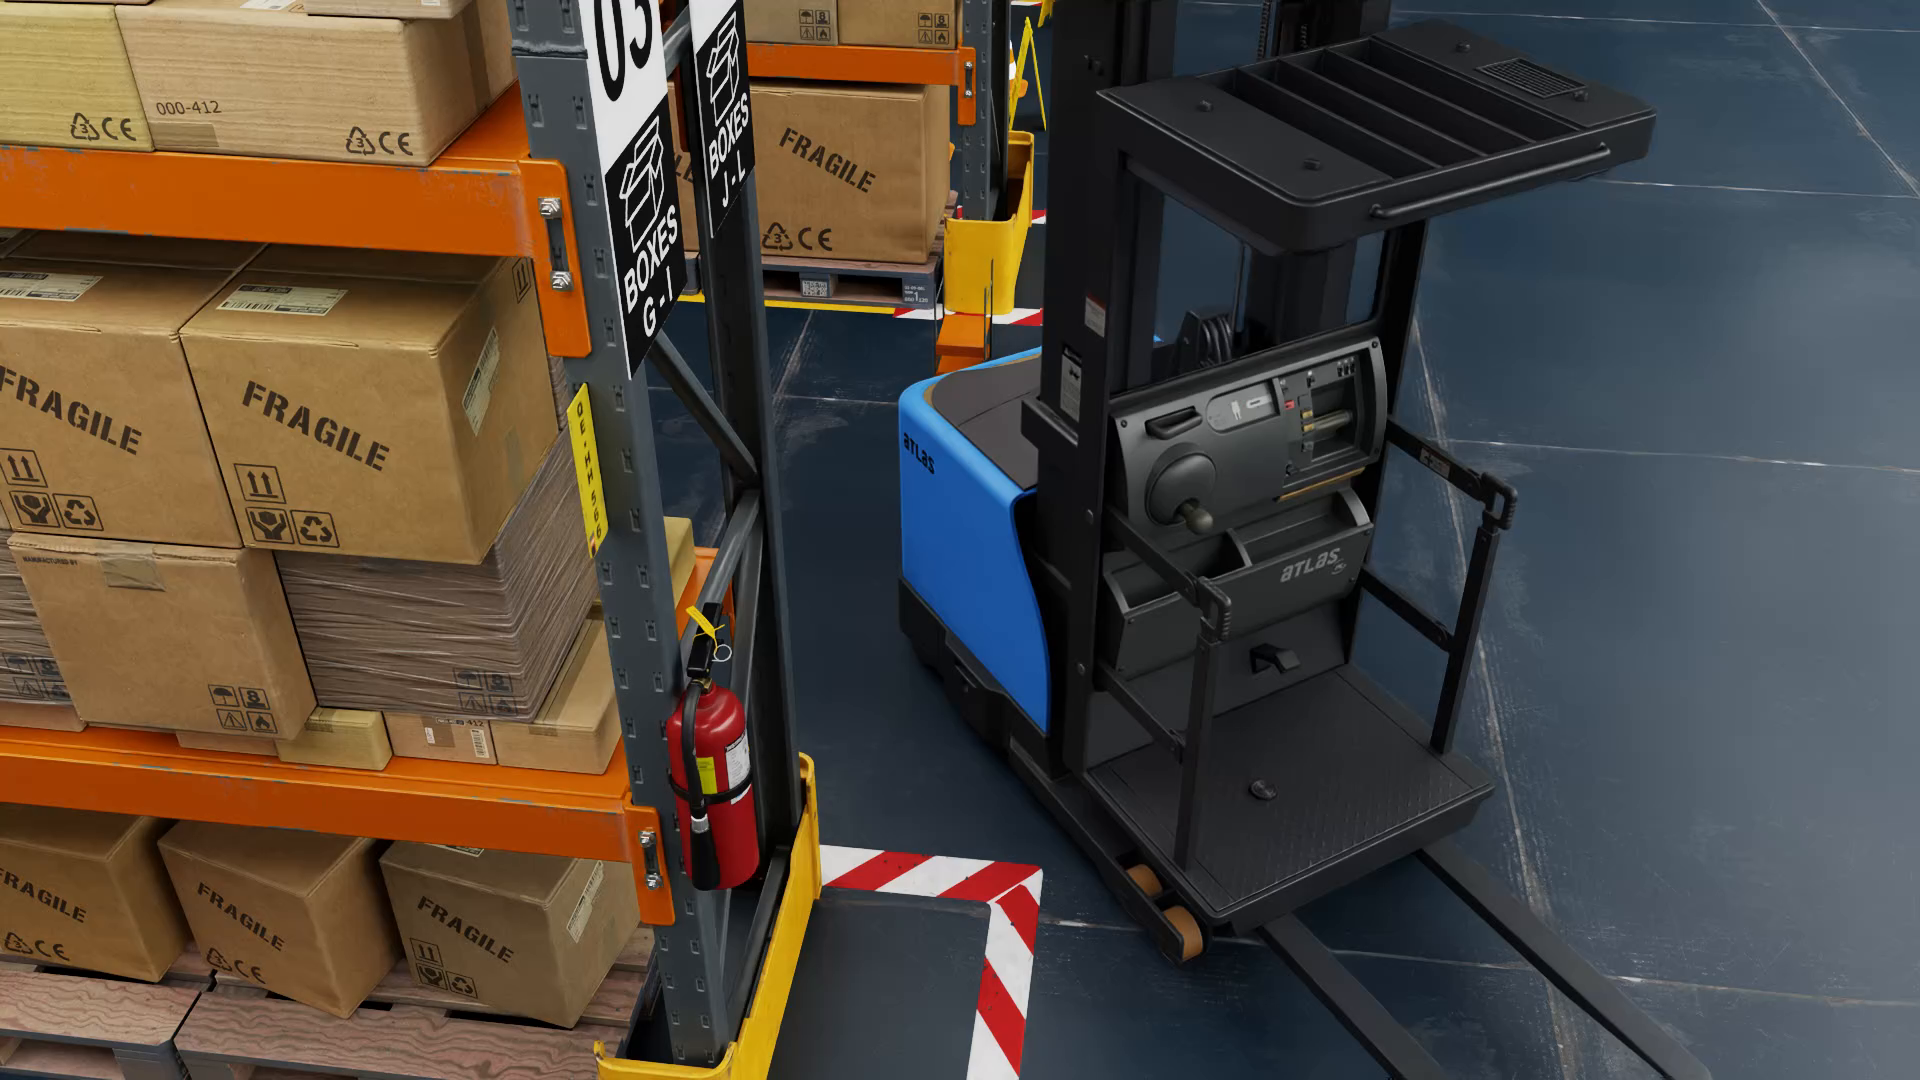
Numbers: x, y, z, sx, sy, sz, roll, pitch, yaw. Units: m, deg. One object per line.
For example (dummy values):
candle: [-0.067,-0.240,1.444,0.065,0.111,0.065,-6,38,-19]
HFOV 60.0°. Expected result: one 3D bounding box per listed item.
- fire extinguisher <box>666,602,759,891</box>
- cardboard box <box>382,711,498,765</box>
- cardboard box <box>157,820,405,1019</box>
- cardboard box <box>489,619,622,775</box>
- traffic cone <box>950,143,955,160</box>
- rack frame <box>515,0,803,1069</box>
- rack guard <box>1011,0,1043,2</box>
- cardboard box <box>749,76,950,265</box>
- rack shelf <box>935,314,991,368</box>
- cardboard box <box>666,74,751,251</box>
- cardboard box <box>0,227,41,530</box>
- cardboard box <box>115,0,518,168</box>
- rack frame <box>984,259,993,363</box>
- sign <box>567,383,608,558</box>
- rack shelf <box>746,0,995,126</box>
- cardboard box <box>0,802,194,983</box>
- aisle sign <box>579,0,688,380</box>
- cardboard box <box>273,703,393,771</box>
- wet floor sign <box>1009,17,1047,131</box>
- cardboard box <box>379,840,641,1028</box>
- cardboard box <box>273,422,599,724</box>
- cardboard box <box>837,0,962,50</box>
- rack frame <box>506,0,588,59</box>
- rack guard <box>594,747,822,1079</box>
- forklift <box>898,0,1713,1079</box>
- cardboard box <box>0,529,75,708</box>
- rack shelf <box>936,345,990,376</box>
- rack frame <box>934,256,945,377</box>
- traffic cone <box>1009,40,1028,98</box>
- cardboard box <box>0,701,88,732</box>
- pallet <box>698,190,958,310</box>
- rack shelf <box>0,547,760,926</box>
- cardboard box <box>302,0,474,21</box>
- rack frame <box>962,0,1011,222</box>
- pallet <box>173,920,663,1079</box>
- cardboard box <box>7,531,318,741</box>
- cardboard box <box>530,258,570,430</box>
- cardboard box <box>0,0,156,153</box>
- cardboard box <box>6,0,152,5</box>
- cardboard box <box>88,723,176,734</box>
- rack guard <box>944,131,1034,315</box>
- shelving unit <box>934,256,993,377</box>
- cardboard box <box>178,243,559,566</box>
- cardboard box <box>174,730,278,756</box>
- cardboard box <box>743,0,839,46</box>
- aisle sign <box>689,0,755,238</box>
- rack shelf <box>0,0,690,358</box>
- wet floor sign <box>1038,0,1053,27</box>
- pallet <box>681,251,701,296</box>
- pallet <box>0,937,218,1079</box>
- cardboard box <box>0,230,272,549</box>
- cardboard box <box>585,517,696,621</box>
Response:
fire extinguisher: [-0.541,0.462,3.587,0.183,0.674,0.296,4,36,6]
cardboard box: [-1.153,0.338,3.910,0.250,0.149,0.380,4,36,6]
cardboard box: [-1.811,0.923,4.665,0.500,0.500,0.500,14,38,18]
cardboard box: [-0.905,0.357,3.884,0.250,0.149,0.380,4,36,6]
traffic cone: [-0.210,-2.518,9.880,0.334,0.463,0.336,4,36,6]
rack frame: [-0.596,0.157,3.948,0.127,3.000,1.000,4,36,6]
rack guard: [0.591,-4.541,12.683,0.348,0.500,1.175,4,36,6]
cardboard box: [-0.545,-2.012,8.454,0.875,0.875,0.875,4,36,6]
rack shelf: [0.014,-0.744,6.217,0.180,0.103,0.258,4,36,6]
cardboard box: [-1.418,-2.076,8.544,0.875,0.875,0.875,4,36,5]
cardboard box: [-2.165,-0.382,3.501,0.500,0.500,0.500,4,36,6]
cardboard box: [-1.107,-0.892,2.965,0.500,0.250,0.500,5,36,7]
rack frame: [0.105,-0.481,6.390,0.006,1.200,0.240,4,36,6]
sign: [-0.687,-0.125,3.074,0.005,0.325,0.100,4,36,6]
rack shelf: [-1.848,-2.549,8.358,4.000,0.370,1.077,4,36,6]
cardboard box: [-2.429,0.866,4.745,0.500,0.500,0.500,7,36,10]
aisle sign: [-0.573,-0.724,2.944,0.004,0.787,0.394,4,36,6]
cardboard box: [-1.407,0.349,3.895,0.250,0.149,0.380,4,36,6]
wet floor sign: [0.417,-2.874,10.221,0.232,0.644,0.267,-2,36,-2]
cardboard box: [-1.213,0.948,4.630,0.500,0.500,0.500,11,37,15]
cardboard box: [-1.138,-0.061,3.912,0.500,0.500,0.875,4,36,6]
cardboard box: [-0.238,-2.756,7.900,0.550,0.550,0.875,4,36,6]
rack frame: [-0.596,-2.285,2.205,0.127,3.000,1.000,4,36,6]
rack guard: [-0.671,1.169,4.682,0.348,0.500,1.175,4,36,6]
forklift: [0.944,-0.237,4.559,1.130,2.935,3.031,-18,39,-24]
cardboard box: [-2.140,-0.091,3.953,0.500,0.500,0.875,4,36,6]
rack shelf: [0.014,-0.646,6.286,0.180,0.103,0.258,4,36,6]
rack frame: [-0.076,-0.494,6.409,0.006,1.200,0.240,4,36,6]
traffic cone: [0.271,-3.144,10.757,0.334,0.463,0.336,4,36,6]
cardboard box: [-2.147,0.274,4.000,0.250,0.149,0.380,4,36,6]
pallet: [-0.667,-1.573,8.772,1.213,0.211,1.003,4,36,6]
rack shelf: [-2.580,0.302,4.364,4.000,0.370,1.077,4,36,6]
cardboard box: [-0.911,-1.006,2.781,0.250,0.149,0.380,4,36,6]
rack frame: [0.136,-2.694,7.942,0.127,3.000,1.000,4,36,6]
pallet: [-1.473,1.206,4.879,1.213,0.211,1.003,4,36,6]
cardboard box: [-1.649,-0.029,3.867,0.500,0.500,0.875,4,36,6]
cardboard box: [-1.107,-0.610,3.819,0.500,0.500,0.500,4,36,6]
cardboard box: [-1.602,-0.928,3.015,0.500,0.250,0.500,4,36,6]
cardboard box: [-1.440,-1.050,2.843,0.250,0.149,0.380,3,36,4]
cardboard box: [-1.896,0.280,3.992,0.250,0.149,0.380,4,36,6]
rack guard: [0.160,-1.674,8.666,0.348,0.500,1.175,4,36,6]
shelving unit: [0.014,-0.487,6.400,0.189,1.200,0.258,4,36,6]
cardboard box: [-1.173,-0.310,3.400,0.500,0.500,0.500,4,36,6]
cardboard box: [-1.653,0.322,3.933,0.250,0.149,0.380,4,36,6]
cardboard box: [-0.786,-2.784,7.940,0.550,0.550,0.875,4,36,6]
aisle sign: [-0.496,-1.070,3.429,0.004,0.787,0.394,4,36,6]
rack shelf: [-2.580,-0.919,3.493,4.000,0.370,1.077,4,36,6]
wet floor sign: [0.718,-3.964,11.749,0.232,0.644,0.267,17,39,22]
pallet: [-1.874,-1.664,8.900,1.213,0.211,1.003,4,36,6]
pallet: [-2.679,1.114,5.007,1.213,0.211,1.003,4,36,6]
cardboard box: [-1.670,-0.344,3.447,0.500,0.500,0.500,4,36,6]
cardboard box: [-0.848,0.101,4.243,0.250,0.149,0.380,4,36,6]
